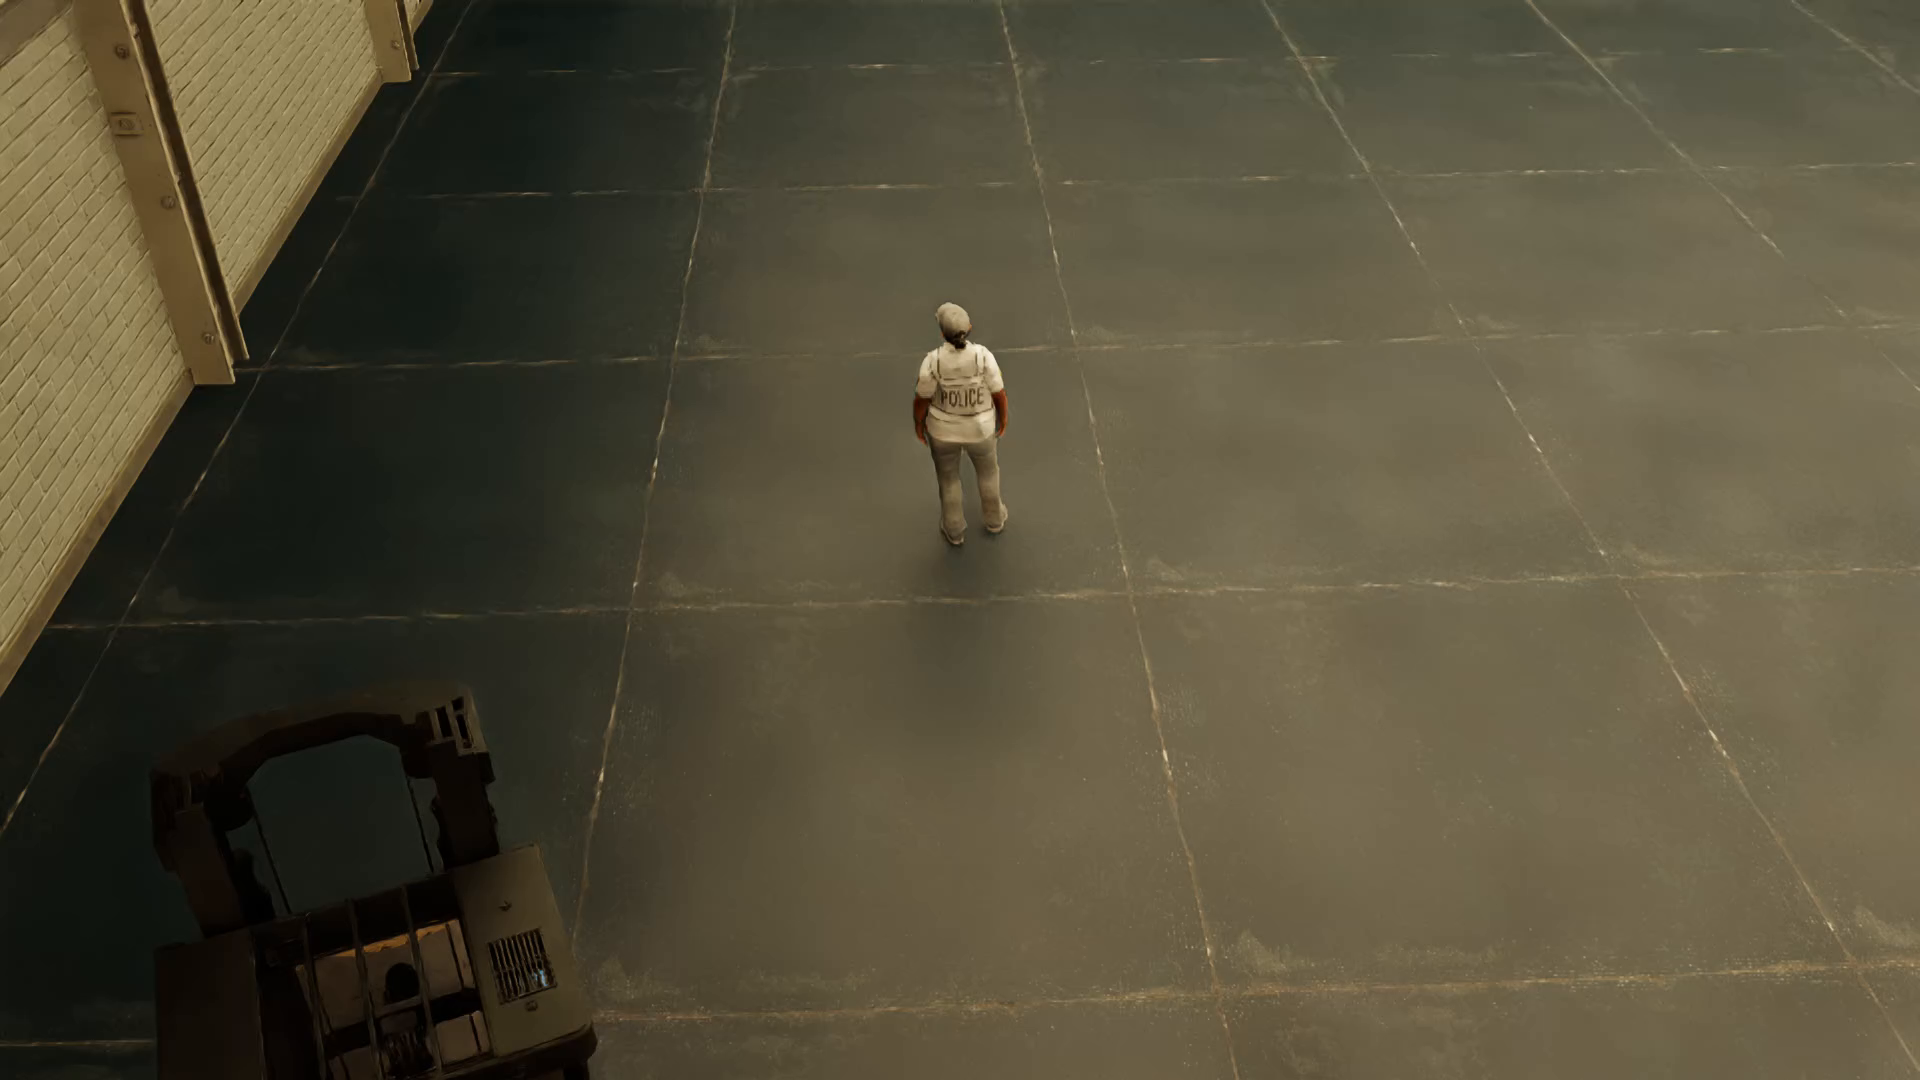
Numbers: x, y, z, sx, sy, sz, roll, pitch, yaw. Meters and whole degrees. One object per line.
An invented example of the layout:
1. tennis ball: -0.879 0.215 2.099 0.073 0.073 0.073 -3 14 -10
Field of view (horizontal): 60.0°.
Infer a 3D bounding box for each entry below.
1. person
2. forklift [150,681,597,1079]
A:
1. person: 0.019 -0.725 10.068 0.598 1.669 0.529 -2 36 -2
2. forklift: -1.657 2.021 5.236 1.130 2.935 3.031 -14 38 -18
